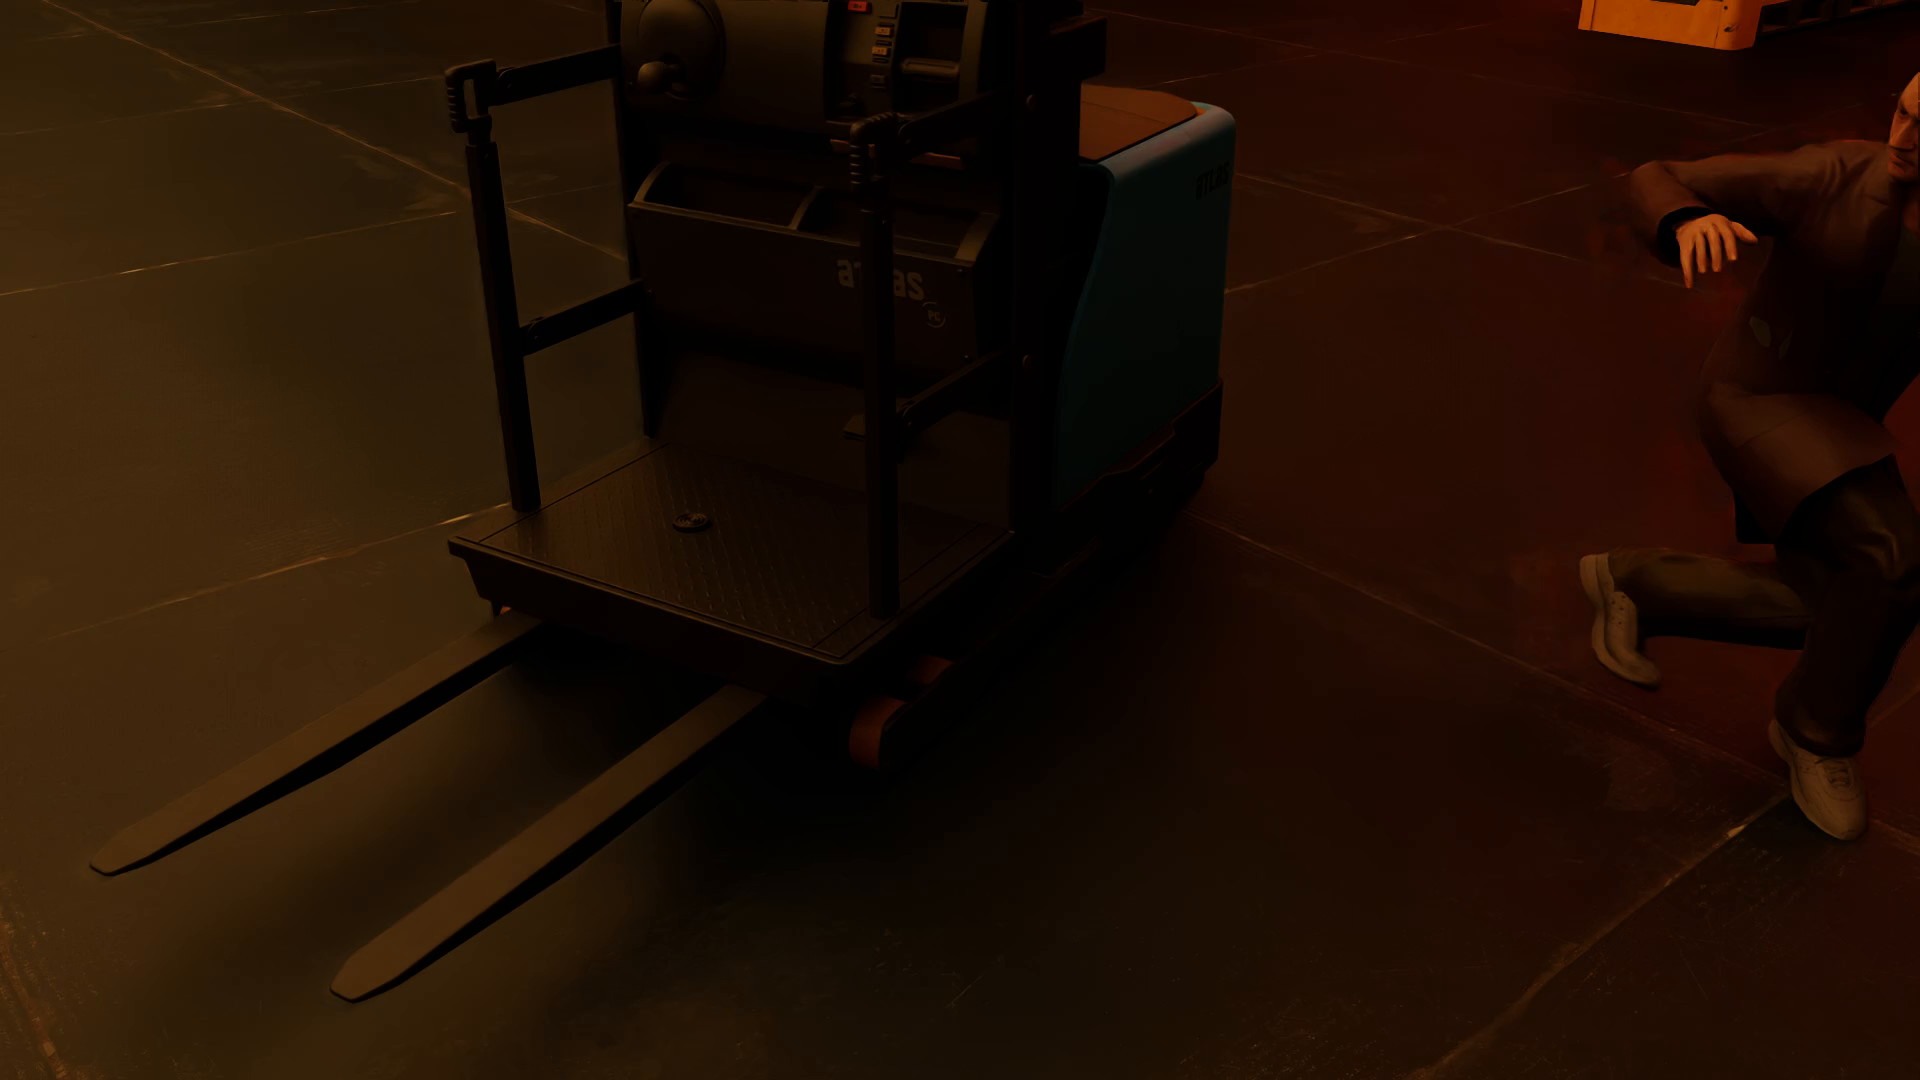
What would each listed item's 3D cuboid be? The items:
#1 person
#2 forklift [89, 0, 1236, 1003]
[{"bbox_3d":[1.682,-0.154,3.155,0.875,1.512,1.185,-7,27,-14],"label":"person"},{"bbox_3d":[-0.442,-1.054,3.328,1.130,2.935,3.031,15,30,27],"label":"forklift"}]
